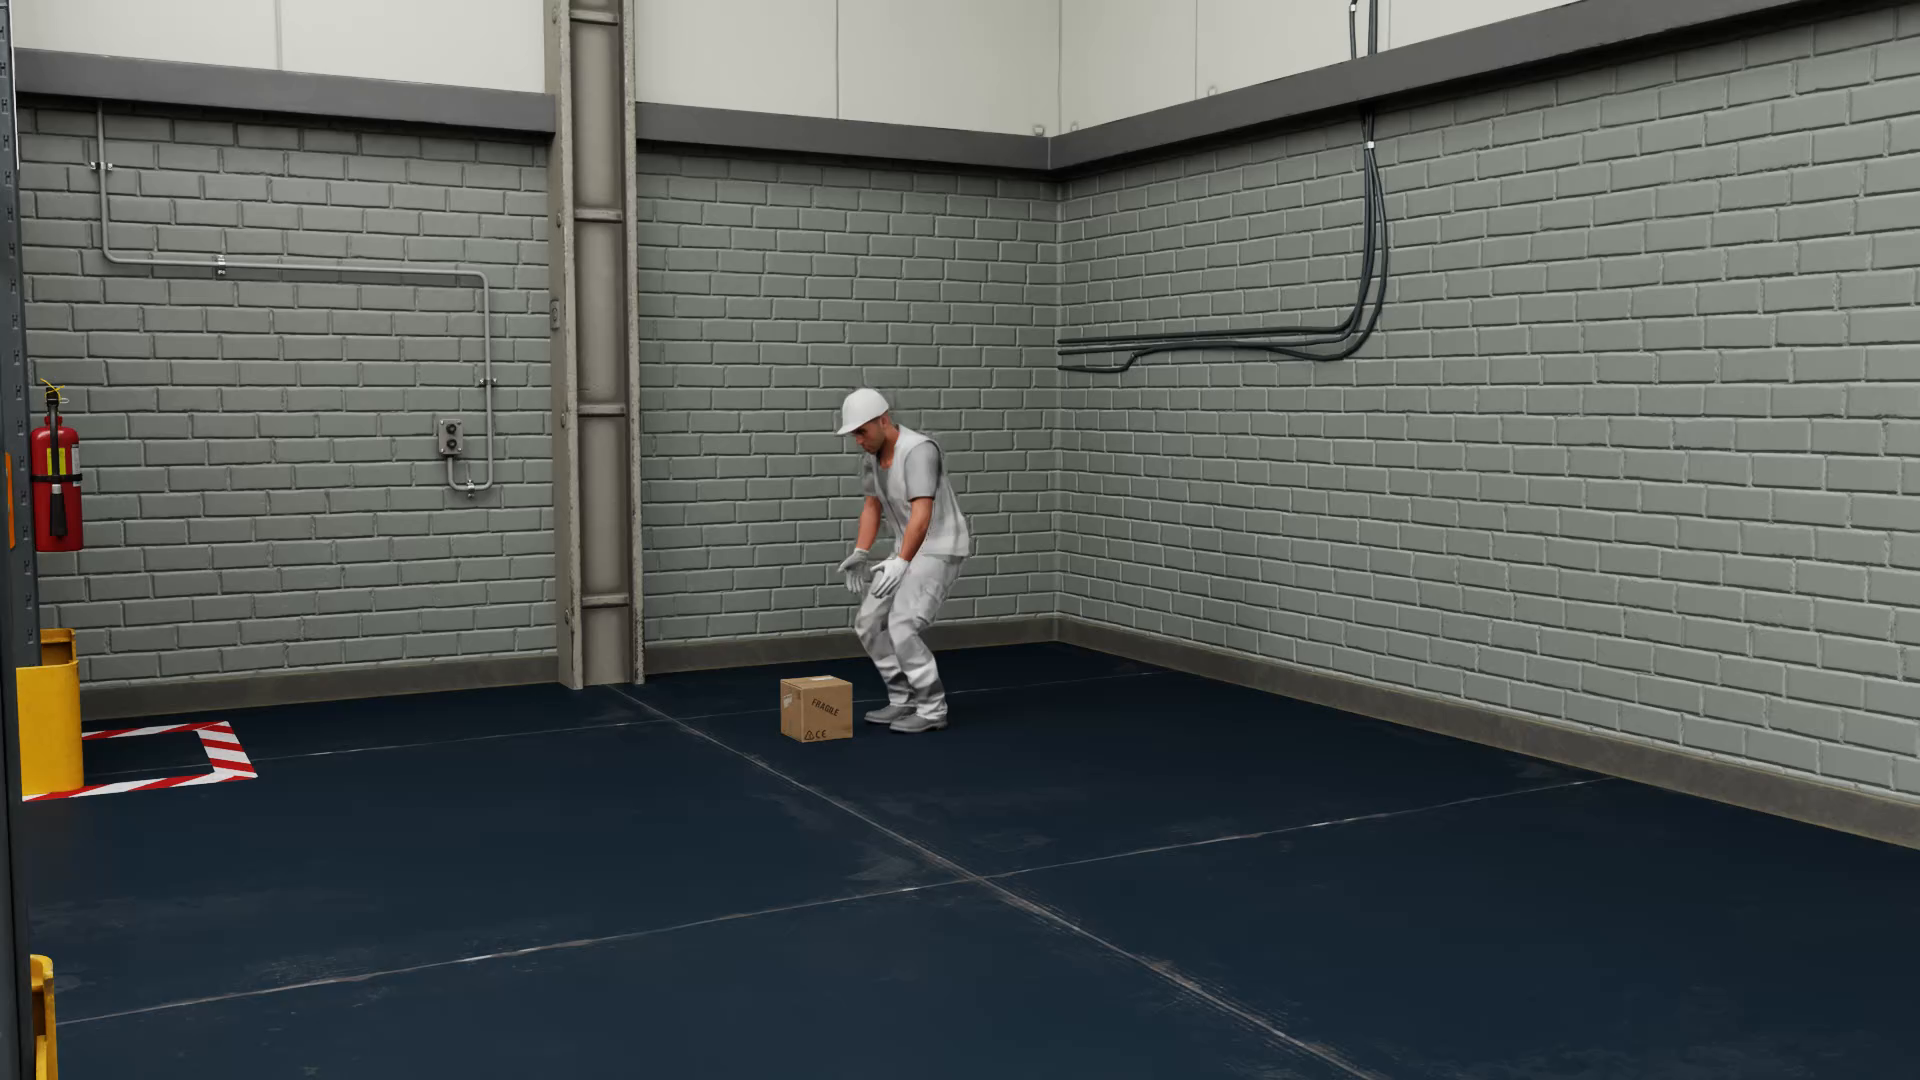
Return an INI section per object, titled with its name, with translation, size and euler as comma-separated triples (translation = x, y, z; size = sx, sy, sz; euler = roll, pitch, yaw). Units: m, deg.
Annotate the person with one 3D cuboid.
[person]
translation = -0.267, 0.093, 7.698
size = 0.647, 1.580, 0.575
euler = -3, 6, -28
